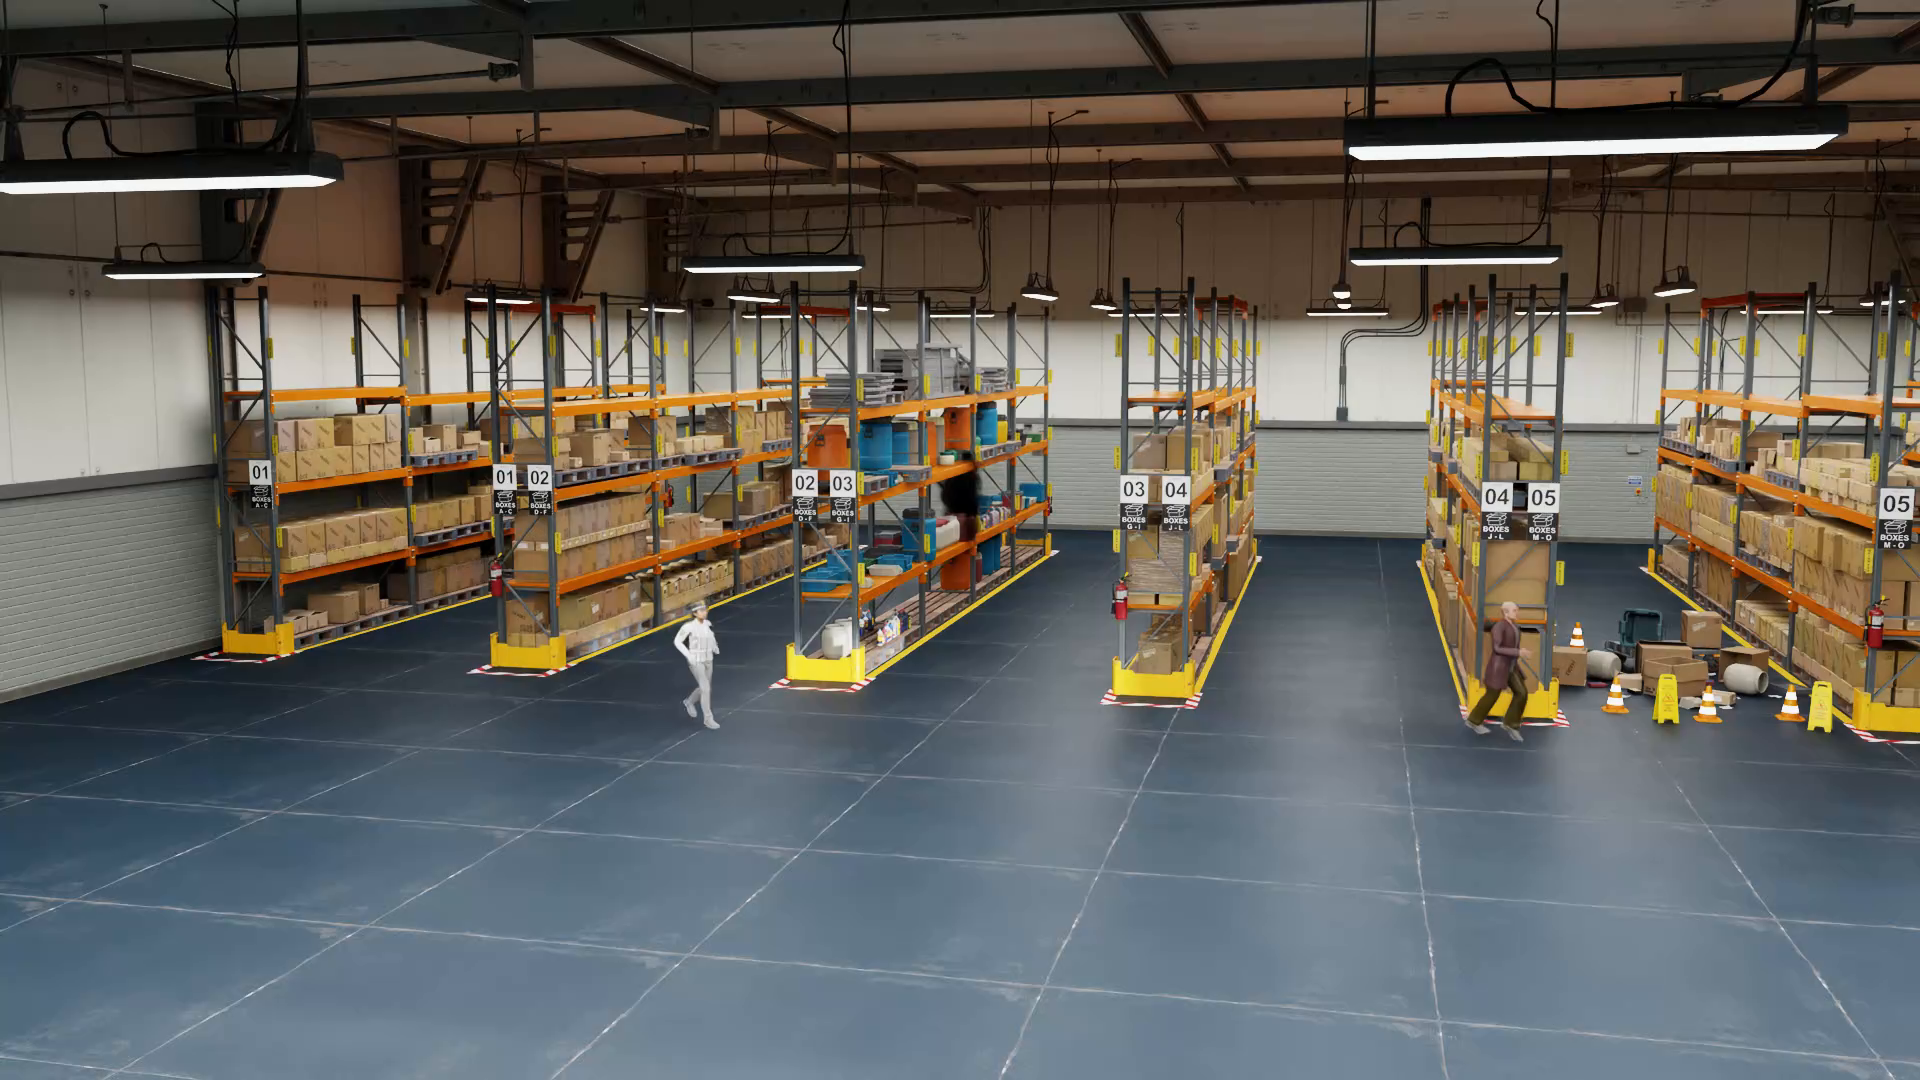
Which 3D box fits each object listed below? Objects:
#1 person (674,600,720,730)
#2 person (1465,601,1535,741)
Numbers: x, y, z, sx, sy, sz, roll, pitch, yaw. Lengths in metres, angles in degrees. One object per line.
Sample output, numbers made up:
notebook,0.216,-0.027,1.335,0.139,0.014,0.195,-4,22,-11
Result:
person,-3.481,1.632,22.130,0.774,1.700,0.620,5,9,39
person,6.963,1.692,21.365,0.642,1.841,0.903,-6,9,-41
